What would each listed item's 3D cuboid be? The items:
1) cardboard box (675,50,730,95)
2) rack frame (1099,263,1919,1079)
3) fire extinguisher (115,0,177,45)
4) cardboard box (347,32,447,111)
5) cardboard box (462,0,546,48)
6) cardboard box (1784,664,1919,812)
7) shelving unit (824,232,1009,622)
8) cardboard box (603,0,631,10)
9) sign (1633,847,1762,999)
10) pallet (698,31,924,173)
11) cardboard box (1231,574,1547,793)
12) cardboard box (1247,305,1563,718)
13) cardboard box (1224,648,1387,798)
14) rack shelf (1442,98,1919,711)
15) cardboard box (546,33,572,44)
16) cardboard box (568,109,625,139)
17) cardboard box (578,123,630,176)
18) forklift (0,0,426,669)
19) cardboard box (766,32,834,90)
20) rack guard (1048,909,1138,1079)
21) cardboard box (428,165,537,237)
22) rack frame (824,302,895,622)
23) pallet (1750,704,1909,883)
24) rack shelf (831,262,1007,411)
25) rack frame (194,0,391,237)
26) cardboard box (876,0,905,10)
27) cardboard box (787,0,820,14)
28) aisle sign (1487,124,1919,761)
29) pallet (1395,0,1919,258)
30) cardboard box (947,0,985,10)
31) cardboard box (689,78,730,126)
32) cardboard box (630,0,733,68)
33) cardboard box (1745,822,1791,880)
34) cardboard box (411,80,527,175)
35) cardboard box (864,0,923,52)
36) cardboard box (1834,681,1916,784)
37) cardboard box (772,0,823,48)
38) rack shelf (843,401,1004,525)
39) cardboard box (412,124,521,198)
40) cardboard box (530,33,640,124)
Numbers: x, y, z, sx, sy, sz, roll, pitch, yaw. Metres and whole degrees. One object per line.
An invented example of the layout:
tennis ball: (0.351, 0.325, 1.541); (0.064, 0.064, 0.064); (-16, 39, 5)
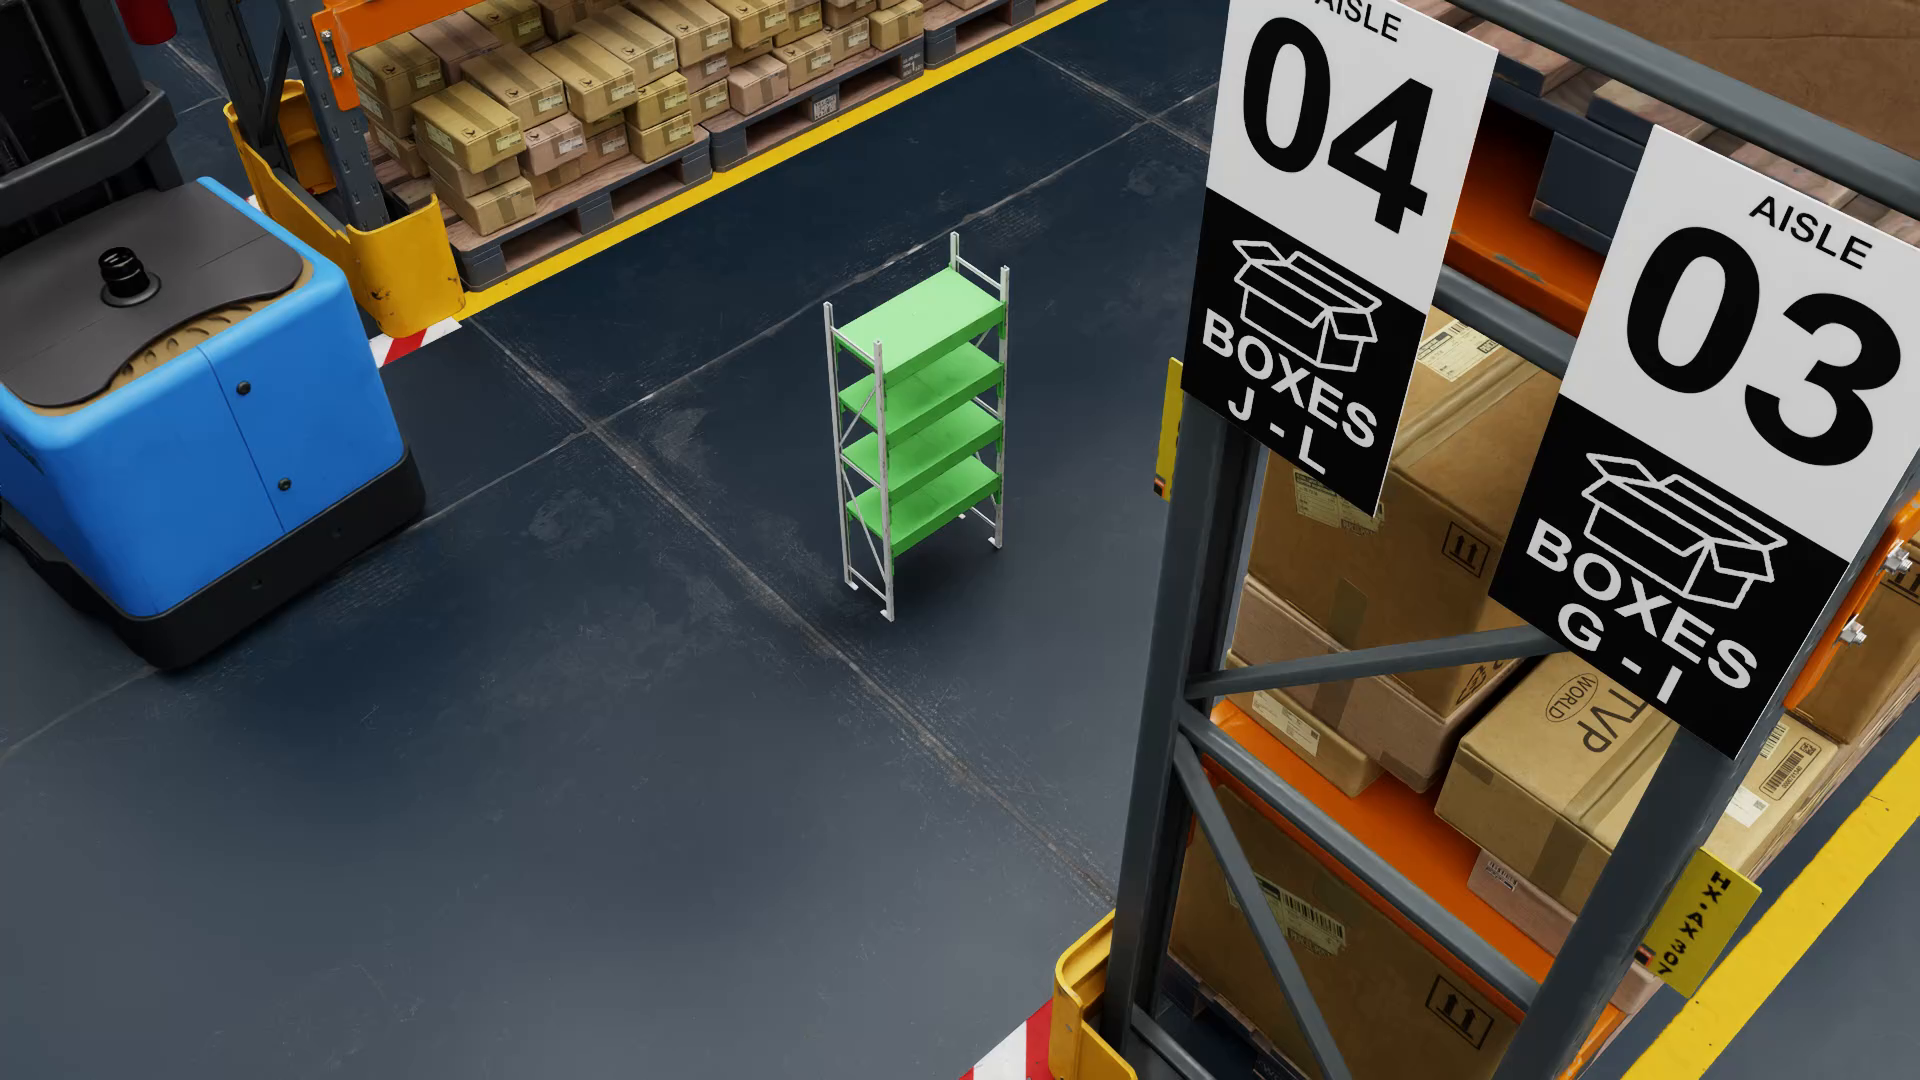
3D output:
cardboard box: (-1.198, -2.066, 7.067); (0.380, 0.149, 0.250); (36, 57, 29)
rack frame: (0.746, 0.601, 3.154); (0.127, 3.000, 1.000); (-34, 56, -27)
fire extinguisher: (-3.012, -2.120, 5.971); (0.183, 0.674, 0.296); (-34, 56, -27)
cardboard box: (-2.294, -1.923, 6.732); (0.250, 0.149, 0.380); (-33, 55, -27)
cardboard box: (-1.964, -2.213, 7.000); (0.250, 0.149, 0.380); (-35, 56, -28)
cardboard box: (1.663, 0.200, 3.424); (0.500, 0.250, 0.500); (-34, 56, -28)
shelving unit: (-0.122, -0.325, 5.234); (0.503, 1.200, 0.258); (-34, 56, -27)
cardboard box: (-1.568, -2.470, 7.237); (0.250, 0.149, 0.380); (-32, 55, -26)
sign: (1.115, 0.585, 2.526); (0.005, 0.325, 0.100); (-34, 56, -27)
pallet: (-0.932, -2.220, 7.655); (1.213, 0.211, 1.003); (-34, 56, -27)
cardboard box: (0.926, 0.167, 3.454); (0.500, 0.250, 0.500); (-35, 56, -28)
cardboard box: (0.930, -0.087, 3.179); (0.500, 0.500, 0.500); (-33, 55, -27)
cardboard box: (0.788, 0.331, 3.574); (0.250, 0.149, 0.380); (-33, 55, -27)
rack shelf: (2.226, -1.161, 3.229); (4.000, 0.370, 1.077); (-34, 56, -27)
cardboard box: (-1.666, -2.173, 7.166); (0.250, 0.149, 0.380); (-34, 56, -28)
cardboard box: (-1.593, -1.816, 6.836); (0.250, 0.149, 0.380); (-33, 55, -27)
cardboard box: (-1.595, -1.707, 6.938); (0.250, 0.149, 0.380); (-33, 55, -27)
forklift: (-3.299, -1.524, 5.162); (3.031, 2.935, 1.130); (33, 55, 26)
cardboard box: (-0.777, -2.179, 7.373); (0.250, 0.149, 0.380); (-34, 56, -27)
rack guard: (0.729, 1.461, 4.062); (0.348, 0.500, 1.175); (-34, 56, -27)
cardboard box: (-1.913, -1.407, 6.661); (0.250, 0.149, 0.380); (-33, 55, -26)
rack frame: (-0.303, -0.204, 5.122); (0.015, 1.200, 0.240); (-34, 56, -27)
pallet: (2.188, 0.509, 5.137); (1.213, 0.211, 1.003); (-34, 56, -27)
rack shelf: (-0.122, -0.607, 4.928); (0.480, 0.148, 0.258); (-34, 56, -27)
rack frame: (-2.516, -2.146, 5.689); (0.127, 3.000, 1.000); (-34, 56, -27)
cardboard box: (-0.380, -2.582, 7.543); (0.250, 0.149, 0.380); (-32, 55, -26)
cardboard box: (-0.817, -2.435, 7.205); (0.250, 0.149, 0.380); (-34, 56, -27)
aisle sign: (0.895, -0.082, 2.016); (0.004, 0.787, 0.394); (-34, 56, -27)
pallet: (1.288, -0.758, 2.428); (1.213, 0.211, 1.003); (-34, 56, -27)
cardboard box: (-0.018, -2.671, 7.828); (0.250, 0.149, 0.380); (-36, 57, -28)
cardboard box: (-1.207, -1.952, 7.164); (0.250, 0.149, 0.380); (-34, 56, -27)
cardboard box: (-1.164, -2.154, 6.946); (0.250, 0.149, 0.380); (-32, 55, -26)
cardboard box: (1.420, 0.563, 3.361); (0.250, 0.149, 0.380); (-35, 56, -28)
cardboard box: (-1.899, -1.598, 6.432); (0.250, 0.149, 0.380); (-36, 57, -29)
cardboard box: (-0.383, -2.408, 7.585); (0.250, 0.149, 0.380); (-34, 56, -27)
cardboard box: (1.801, 0.306, 3.597); (0.250, 0.149, 0.380); (-35, 56, -28)
cardboard box: (-0.818, -2.351, 7.330); (0.250, 0.149, 0.380); (-31, 55, -26)
rack shelf: (-0.122, -0.282, 5.280); (0.480, 0.148, 0.258); (-34, 56, -27)
cardboard box: (-1.955, -1.542, 6.583); (0.250, 0.149, 0.380); (-32, 55, -26)
cardboard box: (-1.504, -1.854, 6.669); (0.250, 0.149, 0.380); (-34, 56, -27)
